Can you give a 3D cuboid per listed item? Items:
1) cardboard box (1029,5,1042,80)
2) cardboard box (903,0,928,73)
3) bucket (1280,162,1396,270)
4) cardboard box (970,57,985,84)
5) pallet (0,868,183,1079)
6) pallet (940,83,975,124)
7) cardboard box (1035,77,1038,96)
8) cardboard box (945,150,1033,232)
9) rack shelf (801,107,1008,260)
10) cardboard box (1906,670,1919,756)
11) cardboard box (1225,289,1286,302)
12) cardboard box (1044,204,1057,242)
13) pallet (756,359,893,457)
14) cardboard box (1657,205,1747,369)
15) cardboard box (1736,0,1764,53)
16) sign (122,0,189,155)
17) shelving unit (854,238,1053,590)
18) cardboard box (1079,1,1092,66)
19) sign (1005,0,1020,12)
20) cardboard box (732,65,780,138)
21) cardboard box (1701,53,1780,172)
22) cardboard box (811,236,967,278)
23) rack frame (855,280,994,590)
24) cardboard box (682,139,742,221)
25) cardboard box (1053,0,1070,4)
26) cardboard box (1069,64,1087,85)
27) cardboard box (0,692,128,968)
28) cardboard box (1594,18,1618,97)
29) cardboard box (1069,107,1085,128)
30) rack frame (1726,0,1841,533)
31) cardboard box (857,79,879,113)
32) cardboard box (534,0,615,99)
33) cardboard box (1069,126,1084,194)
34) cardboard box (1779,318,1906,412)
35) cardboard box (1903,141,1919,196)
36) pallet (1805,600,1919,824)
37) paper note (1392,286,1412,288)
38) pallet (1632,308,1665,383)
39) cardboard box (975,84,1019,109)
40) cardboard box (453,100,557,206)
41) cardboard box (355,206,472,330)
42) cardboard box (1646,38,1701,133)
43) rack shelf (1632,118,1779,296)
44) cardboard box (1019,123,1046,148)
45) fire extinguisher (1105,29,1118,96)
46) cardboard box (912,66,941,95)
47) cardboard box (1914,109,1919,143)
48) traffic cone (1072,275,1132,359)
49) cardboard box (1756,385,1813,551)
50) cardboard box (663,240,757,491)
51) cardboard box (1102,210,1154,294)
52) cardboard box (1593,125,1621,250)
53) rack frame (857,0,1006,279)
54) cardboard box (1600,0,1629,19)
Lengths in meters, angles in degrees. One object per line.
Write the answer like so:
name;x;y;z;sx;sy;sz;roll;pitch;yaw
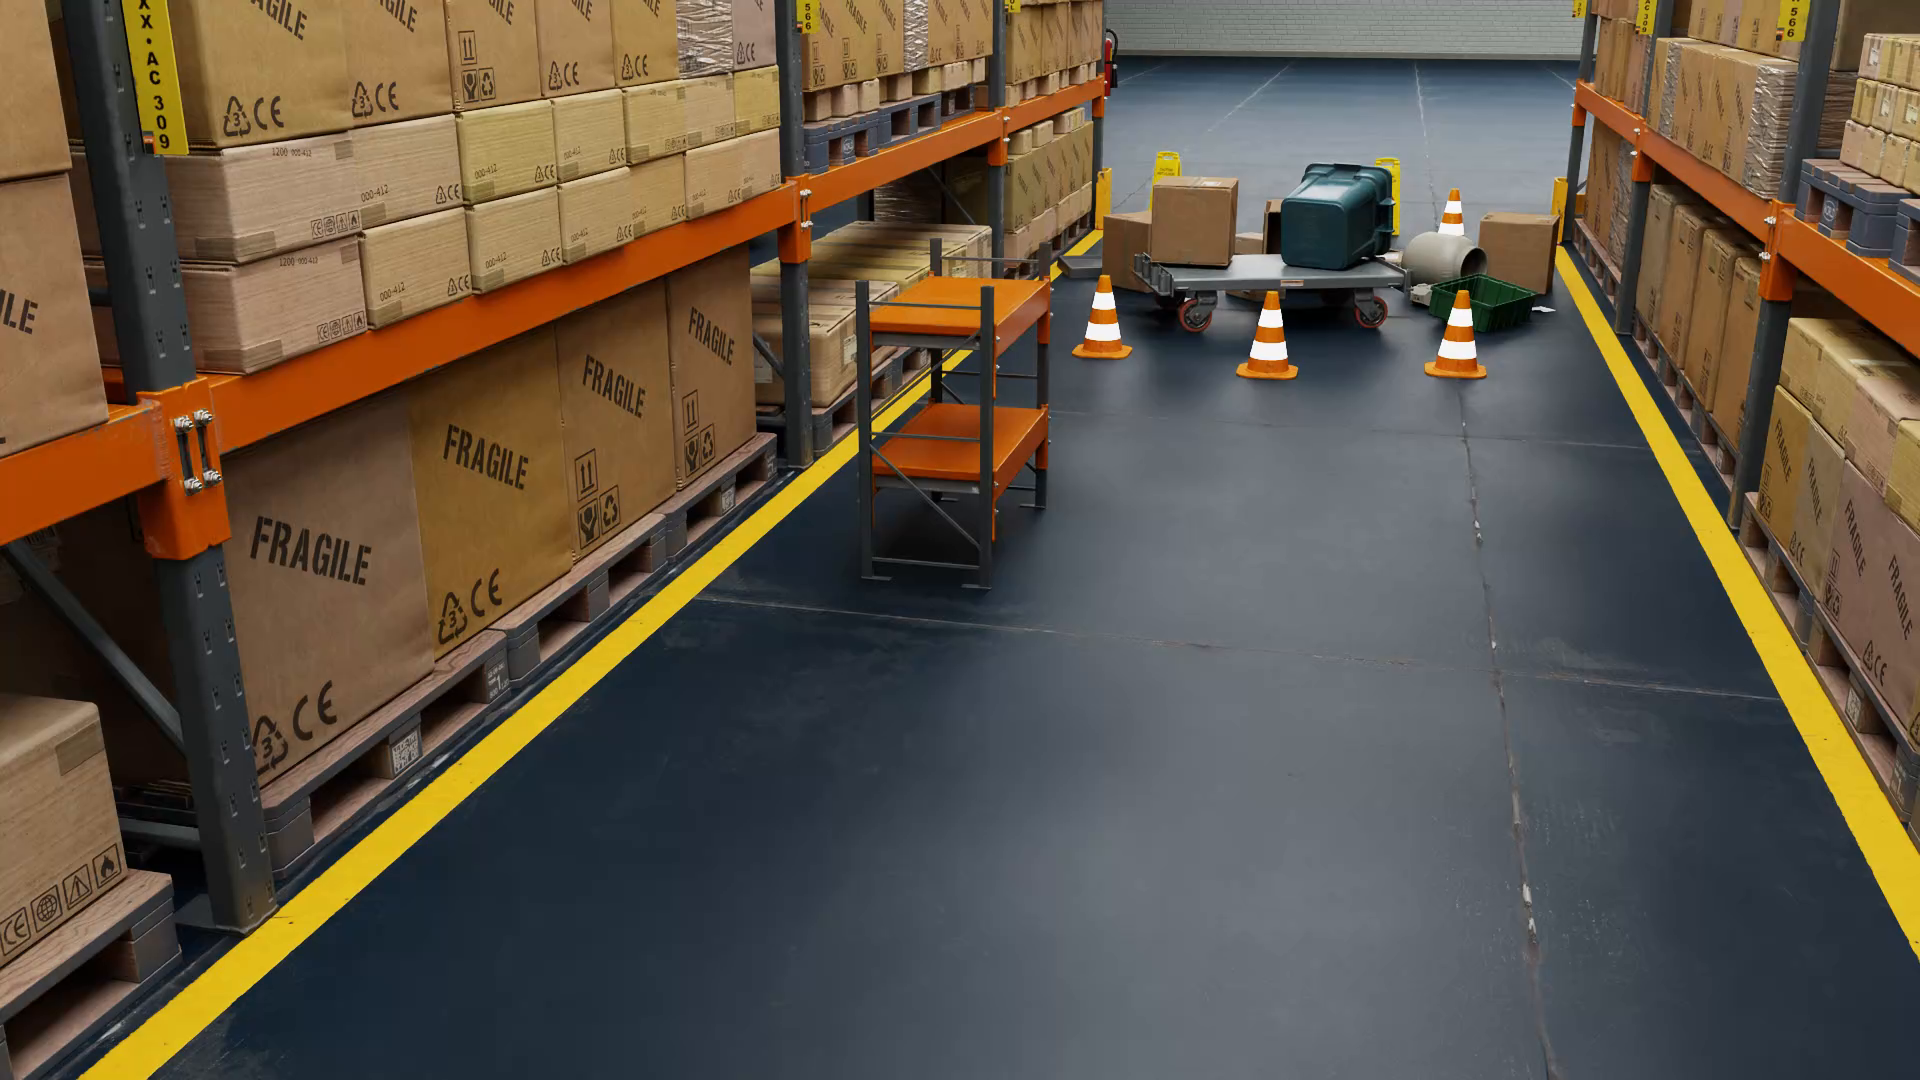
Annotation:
cardboard box;0.277;-3.508;11.701;0.500;0.500;0.500;5;19;13
cardboard box;-0.470;-2.787;8.943;0.500;0.500;0.500;4;19;11
bucket;2.421;-2.080;10.850;0.726;0.611;0.620;12;32;32
cardboard box;-0.059;-2.941;10.397;0.380;0.149;0.250;5;19;14
pallet;-2.417;1.015;3.390;1.003;0.211;1.213;5;19;13
pallet;-0.529;-2.726;10.323;1.003;0.211;1.213;5;19;13
cardboard box;0.363;-3.329;12.181;0.380;0.149;0.250;5;19;13
cardboard box;0.205;-2.460;11.695;0.500;0.500;0.500;6;20;16
rack shelf;-0.690;-2.077;9.241;1.077;0.370;4.000;5;19;13
cardboard box;2.731;0.394;4.112;0.500;0.500;0.500;4;19;12
cardboard box;2.079;-1.836;11.653;0.258;0.266;0.396;-9;21;-24
cardboard box;0.452;-2.440;12.796;0.500;0.250;0.500;4;19;13
pallet;-0.986;-0.716;8.457;1.003;0.211;1.213;5;19;13
cardboard box;4.320;-1.316;8.729;1.050;0.750;0.750;5;19;13
cardboard box;4.136;-2.572;7.875;0.700;0.500;0.500;4;19;13
sign;-1.617;-0.941;3.339;0.100;0.325;0.005;5;19;13
shelving unit;-0.002;-0.530;6.500;0.538;1.125;1.048;5;19;13
cardboard box;0.784;-4.138;13.546;0.500;0.500;0.500;5;19;14
sign;0.338;-3.550;10.648;0.100;0.325;0.005;5;19;13
cardboard box;-1.050;-1.784;6.730;0.500;0.250;0.500;5;19;13
cardboard box;3.741;-1.954;7.613;0.500;0.500;0.500;4;19;12
cardboard box;-0.499;-1.609;10.175;0.950;0.372;0.625;6;20;17
rack frame;-0.126;-0.371;6.033;0.500;1.125;0.032;5;19;13
cardboard box;-1.160;-1.379;6.317;0.500;0.250;0.500;5;19;14
cardboard box;0.412;-4.140;12.006;0.700;0.500;0.500;4;19;12
cardboard box;0.821;-3.795;13.547;0.380;0.149;0.250;5;19;14
cardboard box;-2.413;0.665;3.414;0.875;0.438;0.875;4;19;13
cardboard box;5.182;-3.550;12.209;0.875;0.550;0.550;5;19;13
cardboard box;0.809;-3.465;13.633;0.380;0.149;0.250;5;20;15
rack frame;3.646;-1.431;6.238;1.000;3.000;0.127;5;19;13
cardboard box;-0.618;-2.210;8.257;0.380;0.149;0.250;5;19;14
cardboard box;-1.427;-1.654;5.187;0.500;0.500;0.500;4;19;12
cardboard box;0.709;-3.115;13.611;0.500;0.500;0.500;5;20;15
cardboard box;3.243;-0.605;5.876;0.500;0.250;0.500;4;19;11
cardboard box;3.146;-1.134;5.105;0.380;0.149;0.250;6;20;16
pallet;3.154;0.514;4.856;1.003;0.211;1.213;5;19;13
paper note;3.181;-1.847;12.059;0.172;0.023;0.155;12;22;32
pallet;4.508;-1.118;9.634;1.003;0.211;1.213;5;19;13
cardboard box;0.187;-2.999;11.216;0.380;0.149;0.250;5;19;13
cardboard box;-1.525;-1.140;4.843;0.500;0.250;0.500;5;19;14
cardboard box;-1.667;-0.745;4.461;0.500;0.250;0.500;4;19;12
cardboard box;4.234;-2.589;9.472;0.500;0.500;0.500;5;19;14
rack shelf;4.135;-1.718;8.189;1.077;0.370;4.000;5;19;13
cardboard box;0.418;-2.963;12.163;0.380;0.149;0.250;5;20;15
fire extinguisher;1.251;-4.261;14.642;0.296;0.674;0.183;5;19;13
cardboard box;-0.322;-2.623;9.464;0.380;0.149;0.250;5;19;13
cardboard box;3.146;-1.268;5.039;0.380;0.149;0.250;5;19;14
traffic cone;0.854;-1.345;9.909;0.336;0.463;0.334;5;19;13
cardboard box;3.226;-0.246;5.984;0.500;0.500;0.500;4;19;11
cardboard box;-1.428;-0.774;6.951;0.875;0.875;0.875;4;19;13
cardboard box;1.380;-2.091;12.032;0.500;0.500;0.500;-13;23;-34
cardboard box;5.286;-2.638;12.409;0.875;0.875;0.875;4;19;13
rack frame;-0.201;-3.044;10.960;1.000;3.000;0.127;5;19;13
cardboard box;5.159;-4.063;12.040;0.875;0.550;0.550;5;19;13
